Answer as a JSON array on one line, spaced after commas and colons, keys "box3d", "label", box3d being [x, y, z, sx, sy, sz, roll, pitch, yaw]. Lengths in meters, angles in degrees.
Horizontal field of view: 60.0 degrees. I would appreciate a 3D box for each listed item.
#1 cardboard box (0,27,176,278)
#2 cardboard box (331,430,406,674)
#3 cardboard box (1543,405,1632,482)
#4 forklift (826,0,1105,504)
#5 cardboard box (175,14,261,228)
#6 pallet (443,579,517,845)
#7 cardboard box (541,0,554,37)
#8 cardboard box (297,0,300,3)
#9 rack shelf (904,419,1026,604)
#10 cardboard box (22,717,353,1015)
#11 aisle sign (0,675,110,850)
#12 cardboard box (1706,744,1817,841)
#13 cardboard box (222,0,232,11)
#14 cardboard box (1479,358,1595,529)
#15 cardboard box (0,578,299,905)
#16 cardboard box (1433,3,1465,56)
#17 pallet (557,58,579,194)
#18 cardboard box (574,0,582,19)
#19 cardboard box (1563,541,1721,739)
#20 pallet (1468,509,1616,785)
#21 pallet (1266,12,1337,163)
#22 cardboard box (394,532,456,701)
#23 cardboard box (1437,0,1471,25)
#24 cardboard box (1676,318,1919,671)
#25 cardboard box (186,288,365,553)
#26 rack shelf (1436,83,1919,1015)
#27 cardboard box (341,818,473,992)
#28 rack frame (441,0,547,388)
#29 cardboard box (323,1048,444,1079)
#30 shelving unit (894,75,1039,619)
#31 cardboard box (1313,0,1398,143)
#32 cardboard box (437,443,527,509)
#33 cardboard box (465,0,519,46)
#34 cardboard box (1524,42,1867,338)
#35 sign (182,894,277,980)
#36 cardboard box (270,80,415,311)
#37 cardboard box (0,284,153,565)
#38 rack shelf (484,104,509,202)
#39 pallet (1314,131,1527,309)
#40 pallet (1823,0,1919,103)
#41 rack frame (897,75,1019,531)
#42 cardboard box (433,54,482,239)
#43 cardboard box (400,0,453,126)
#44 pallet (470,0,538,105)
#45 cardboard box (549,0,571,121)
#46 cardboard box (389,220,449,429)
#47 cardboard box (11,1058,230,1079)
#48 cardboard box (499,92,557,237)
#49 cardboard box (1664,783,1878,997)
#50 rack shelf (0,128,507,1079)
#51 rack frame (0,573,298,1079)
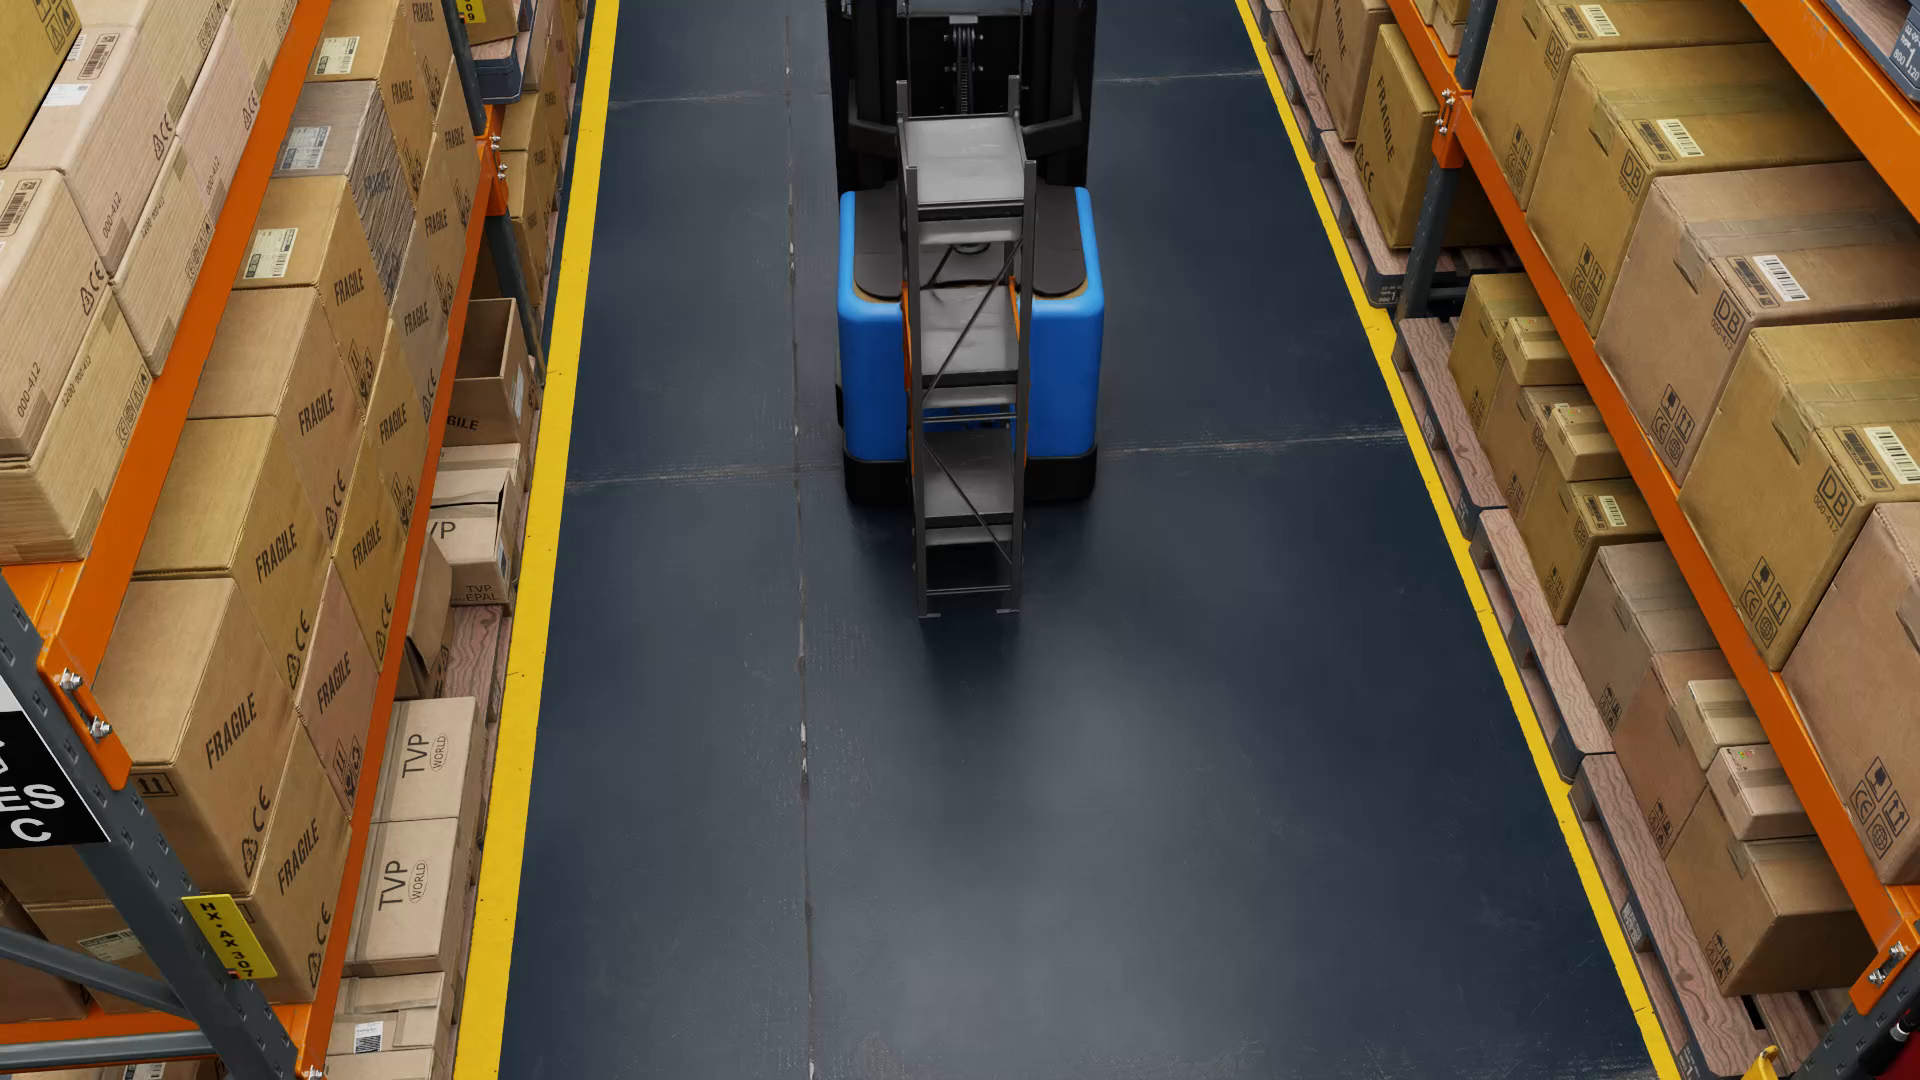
[{"box3d": [-1.871, -0.746, 3.220, 0.500, 0.250, 0.500, -3, 47, -3], "label": "cardboard box"}, {"box3d": [-1.915, 0.048, 4.706, 0.500, 0.500, 0.500, -4, 47, -3], "label": "cardboard box"}, {"box3d": [2.399, -0.366, 6.153, 0.380, 0.149, 0.250, -5, 47, -4], "label": "cardboard box"}, {"box3d": [-0.002, -2.217, 6.967, 1.130, 2.935, 3.031, -1, 47, -1], "label": "forklift"}, {"box3d": [-1.915, -0.935, 3.744, 0.500, 0.250, 0.500, -3, 47, -3], "label": "cardboard box"}, {"box3d": [-2.226, 0.603, 6.171, 1.003, 0.211, 1.213, -3, 47, -3], "label": "pallet"}, {"box3d": [-2.312, -2.739, 8.317, 0.500, 0.250, 0.500, -4, 47, -4], "label": "cardboard box"}, {"box3d": [-2.000, -1.659, 4.429, 0.500, 0.250, 0.500, -3, 47, -3], "label": "cardboard box"}, {"box3d": [0.014, -0.112, 6.529, 0.431, 0.518, 0.480, -3, 47, -3], "label": "rack shelf"}, {"box3d": [-1.827, 0.785, 4.009, 0.500, 0.500, 0.500, -3, 47, -2], "label": "cardboard box"}, {"box3d": [-1.755, 0.294, 2.752, 0.394, 0.787, 0.004, -3, 47, -3], "label": "aisle sign"}, {"box3d": [2.532, 0.762, 5.084, 0.380, 0.149, 0.250, -4, 47, -4], "label": "cardboard box"}, {"box3d": [-1.957, -1.469, 3.905, 0.500, 0.250, 0.500, -3, 47, -3], "label": "cardboard box"}, {"box3d": [2.547, -0.416, 6.647, 0.700, 0.500, 0.500, -4, 47, -4], "label": "cardboard box"}, {"box3d": [-1.827, 0.441, 3.646, 0.500, 0.500, 0.500, -2, 47, -2], "label": "cardboard box"}, {"box3d": [2.238, -2.190, 7.054, 0.380, 0.149, 0.250, -3, 47, -3], "label": "cardboard box"}, {"box3d": [-2.599, -2.250, 8.872, 1.003, 0.211, 1.213, -3, 47, -3], "label": "pallet"}, {"box3d": [-2.410, -3.261, 9.328, 0.500, 0.500, 0.500, -2, 47, -2], "label": "cardboard box"}, {"box3d": [2.640, 0.341, 5.930, 0.700, 0.500, 0.500, -5, 47, -5], "label": "cardboard box"}, {"box3d": [2.639, 0.357, 6.403, 1.003, 0.211, 1.213, -3, 47, -3], "label": "pallet"}, {"box3d": [2.303, -2.521, 9.129, 1.003, 0.211, 1.213, -3, 47, -3], "label": "pallet"}, {"box3d": [-2.225, 0.328, 5.926, 0.797, 0.503, 0.637, -3, 47, -3], "label": "cardboard box"}, {"box3d": [2.258, -2.504, 6.905, 0.500, 0.500, 0.500, -4, 47, -4], "label": "cardboard box"}, {"box3d": [2.758, -0.145, 4.751, 0.980, 0.700, 0.700, -4, 47, -4], "label": "cardboard box"}, {"box3d": [-1.916, -0.299, 4.347, 0.500, 0.500, 0.500, -3, 47, -3], "label": "cardboard box"}, {"box3d": [2.716, -0.347, 5.645, 1.077, 0.370, 4.000, -3, 47, -3], "label": "rack shelf"}, {"box3d": [-1.858, 1.178, 5.296, 0.500, 0.250, 0.500, -3, 47, -3], "label": "cardboard box"}, {"box3d": [-2.388, -1.738, 6.467, 1.000, 3.000, 0.127, -3, 47, -3], "label": "rack frame"}, {"box3d": [-1.746, 1.661, 4.908, 0.380, 0.149, 0.250, -3, 47, -3], "label": "cardboard box"}, {"box3d": [0.014, -0.602, 6.011, 0.431, 2.100, 0.503, -3, 47, -3], "label": "shelving unit"}, {"box3d": [2.287, -2.552, 8.429, 0.750, 0.750, 0.750, -2, 47, -2], "label": "cardboard box"}, {"box3d": [-1.966, -0.246, 6.714, 0.380, 0.149, 0.250, -3, 47, -3], "label": "cardboard box"}, {"box3d": [-2.205, -2.273, 6.615, 0.700, 0.500, 0.500, -18, 49, -16], "label": "cardboard box"}, {"box3d": [2.633, -1.223, 5.772, 0.980, 0.700, 0.700, -5, 47, -4], "label": "cardboard box"}, {"box3d": [-1.512, 0.825, 3.443, 0.100, 0.325, 0.005, -3, 47, -3], "label": "sign"}, {"box3d": [-2.000, -1.031, 5.039, 0.500, 0.500, 0.500, -3, 47, -3], "label": "cardboard box"}, {"box3d": [-1.843, -0.211, 3.058, 0.500, 0.250, 0.500, -3, 47, -3], "label": "cardboard box"}, {"box3d": [-2.555, -2.938, 8.098, 1.077, 0.370, 4.000, -3, 47, -3], "label": "rack shelf"}, {"box3d": [2.409, -1.637, 8.291, 1.003, 0.211, 1.213, -3, 47, -3], "label": "pallet"}, {"box3d": [2.705, -1.570, 4.302, 1.003, 0.211, 1.213, -3, 47, -3], "label": "pallet"}, {"box3d": [-0.007, -0.779, 6.178, 0.400, 2.100, 0.015, -3, 47, -3], "label": "rack frame"}, {"box3d": [-2.090, -1.426, 6.103, 0.500, 0.500, 0.500, -3, 47, -3], "label": "cardboard box"}, {"box3d": [-2.087, -1.766, 5.736, 0.500, 0.500, 0.500, -3, 47, -3], "label": "cardboard box"}, {"box3d": [-2.346, -2.257, 7.090, 1.003, 0.211, 1.213, -3, 47, -3], "label": "pallet"}, {"box3d": [-2.317, -2.508, 8.614, 0.500, 0.500, 0.500, -5, 47, -5], "label": "cardboard box"}, {"box3d": [-2.000, -0.682, 5.398, 0.500, 0.500, 0.500, -3, 47, -2], "label": "cardboard box"}, {"box3d": [-2.344, 1.486, 4.832, 0.500, 0.500, 0.500, -3, 47, -3], "label": "cardboard box"}, {"box3d": [-2.241, -1.780, 7.925, 0.500, 0.500, 0.500, -3, 47, -3], "label": "cardboard box"}, {"box3d": [2.725, 1.067, 5.242, 0.700, 0.500, 0.500, -3, 47, -3], "label": "cardboard box"}, {"box3d": [-2.220, -0.044, 5.357, 1.077, 0.370, 4.000, -3, 47, -3], "label": "rack shelf"}, {"box3d": [-2.053, 1.156, 3.726, 1.000, 3.000, 0.127, -3, 47, -3], "label": "rack frame"}]
